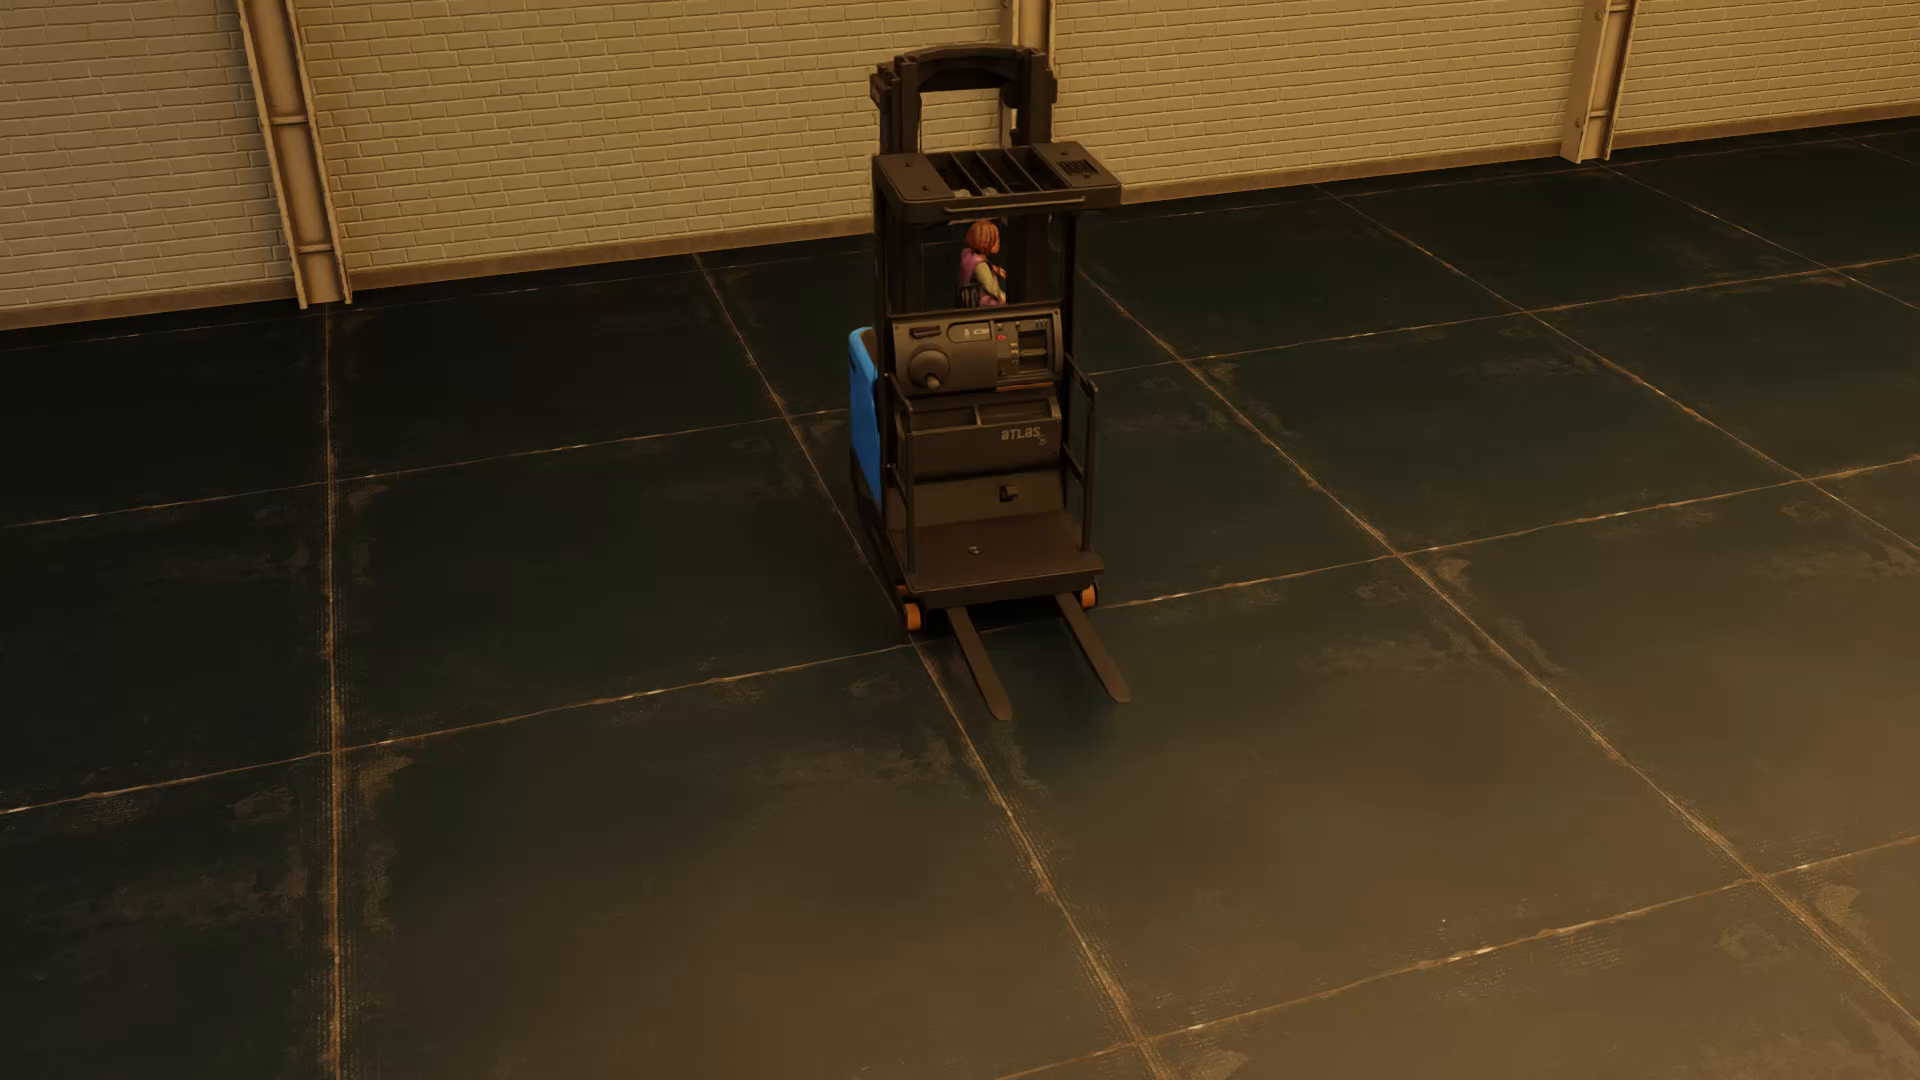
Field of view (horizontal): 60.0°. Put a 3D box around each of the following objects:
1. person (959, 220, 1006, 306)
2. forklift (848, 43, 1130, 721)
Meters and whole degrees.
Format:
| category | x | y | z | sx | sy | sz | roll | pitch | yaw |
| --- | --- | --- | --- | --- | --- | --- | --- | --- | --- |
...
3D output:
| category | x | y | z | sx | sy | sz | roll | pitch | yaw |
| --- | --- | --- | --- | --- | --- | --- | --- | --- | --- |
| person | 0.325 | -1.462 | 11.128 | 0.691 | 1.422 | 0.957 | -4 | 30 | -7 |
| forklift | 0.152 | -0.975 | 8.782 | 1.130 | 2.935 | 3.031 | -7 | 31 | -12 |
